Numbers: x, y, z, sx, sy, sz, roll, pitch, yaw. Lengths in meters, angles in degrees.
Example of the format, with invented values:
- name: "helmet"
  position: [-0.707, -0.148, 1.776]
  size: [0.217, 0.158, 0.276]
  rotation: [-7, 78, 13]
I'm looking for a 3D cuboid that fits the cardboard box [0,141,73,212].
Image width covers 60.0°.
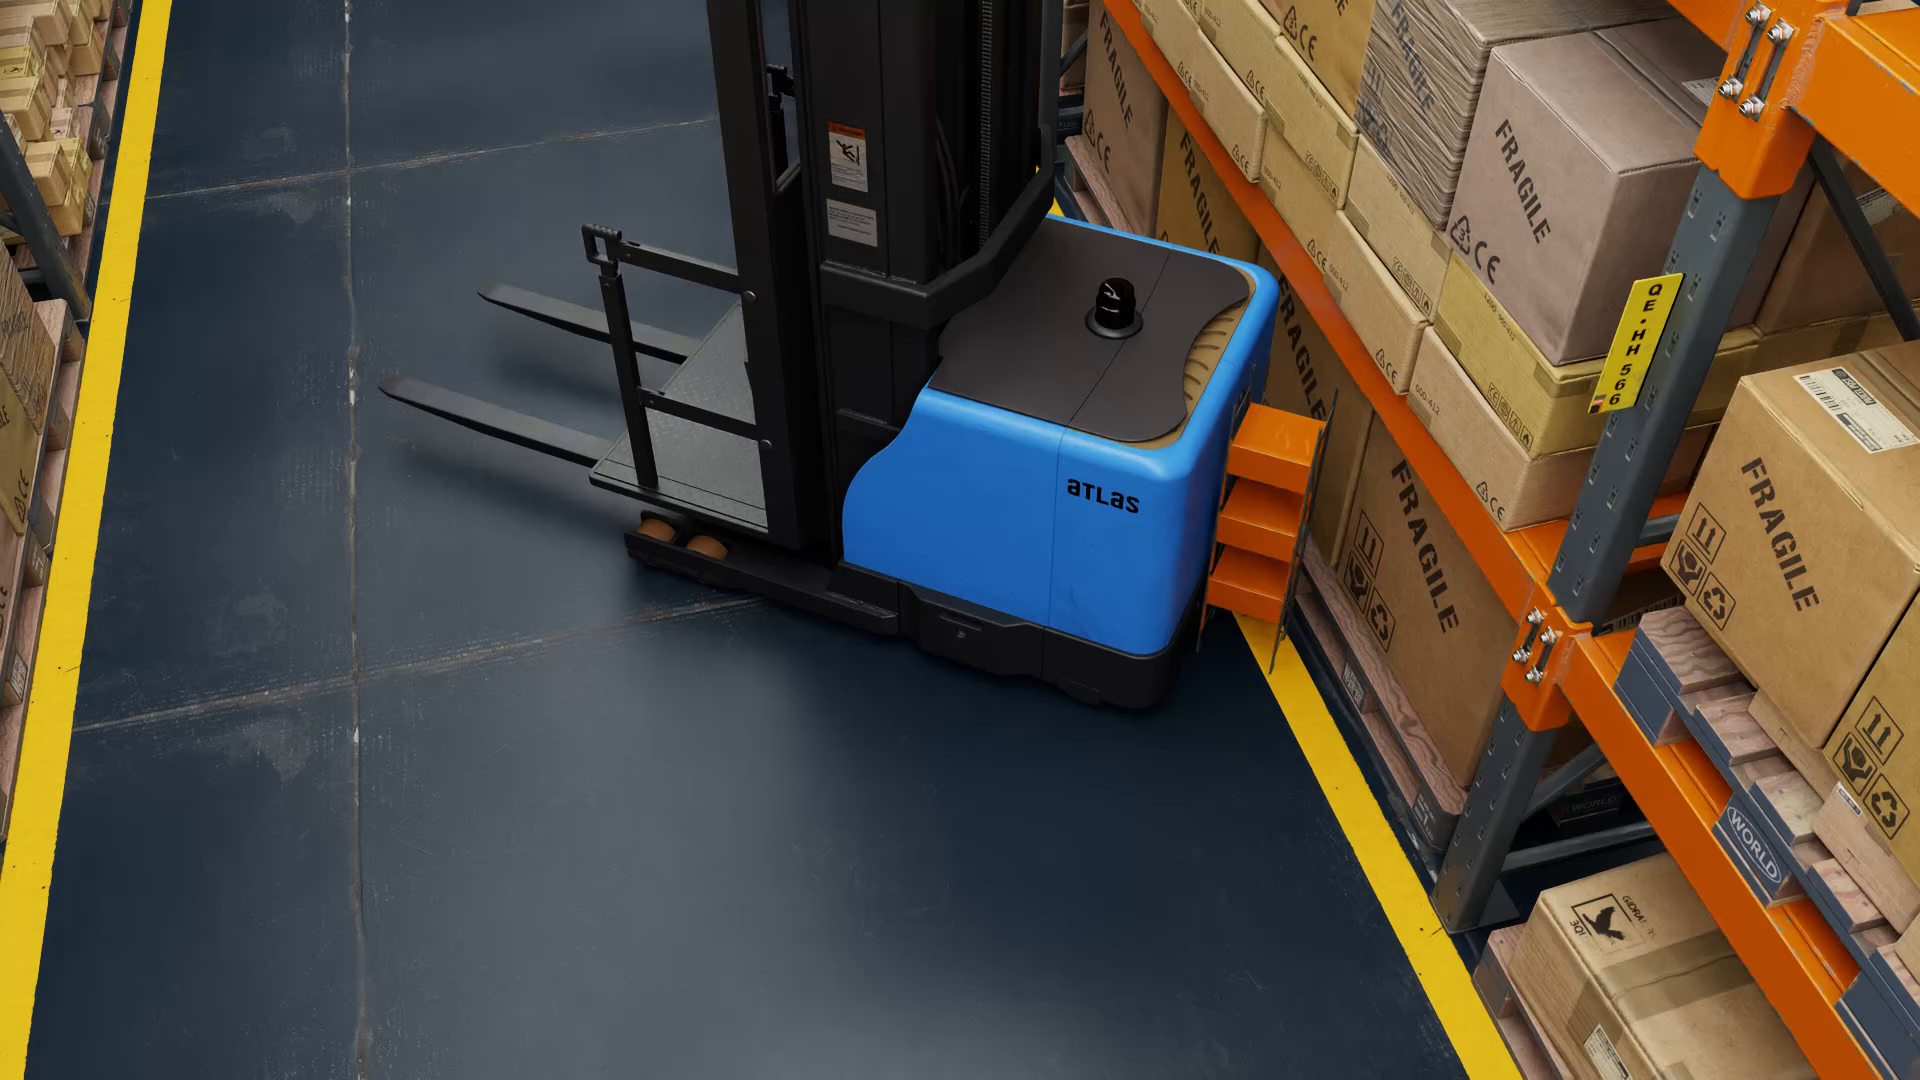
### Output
- name: "cardboard box"
  position: [-3.732, -1.421, 6.536]
  size: [0.380, 0.149, 0.250]
  rotation: [-9, 46, -8]

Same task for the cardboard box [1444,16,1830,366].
- name: "cardboard box"
  position: [1.450, -0.766, 3.631]
  size: [0.500, 0.500, 0.500]
  rotation: [-12, 47, -11]

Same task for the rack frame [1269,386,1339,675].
- name: "rack frame"
  position: [1.032, -0.002, 5.017]
  size: [0.008, 1.050, 0.200]
  rotation: [17, 48, 16]

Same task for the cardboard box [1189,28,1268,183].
- name: "cardboard box"
  position: [1.037, -1.369, 5.096]
  size: [0.500, 0.250, 0.500]
  rotation: [-11, 47, -11]

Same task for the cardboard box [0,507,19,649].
- name: "cardboard box"
  position: [-3.257, 0.043, 5.064]
  size: [0.500, 0.500, 0.500]
  rotation: [-12, 47, -11]

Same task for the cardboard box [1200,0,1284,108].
- name: "cardboard box"
  position: [1.046, -1.544, 4.918]
  size: [0.500, 0.250, 0.500]
  rotation: [-12, 47, -12]

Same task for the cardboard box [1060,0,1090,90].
- name: "cardboard box"
  position: [0.754, -2.537, 7.636]
  size: [0.875, 0.438, 0.875]
  rotation: [-11, 47, -11]

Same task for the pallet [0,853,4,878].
- name: "pallet"
  position: [-3.123, 1.339, 4.290]
  size: [1.003, 0.211, 1.213]
  rotation: [-11, 47, -10]

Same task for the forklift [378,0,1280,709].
- name: "forklift"
  position: [-0.575, -1.206, 4.880]
  size: [3.031, 2.935, 1.130]
  rotation: [17, 48, 16]

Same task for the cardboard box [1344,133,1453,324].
- name: "cardboard box"
  position: [1.330, -0.836, 4.224]
  size: [0.500, 0.250, 0.500]
  rotation: [-12, 47, -11]

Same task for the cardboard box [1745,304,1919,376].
- name: "cardboard box"
  position: [1.944, -0.590, 3.983]
  size: [0.500, 0.250, 0.500]
  rotation: [-11, 47, -11]

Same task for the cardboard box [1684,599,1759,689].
- name: "cardboard box"
  position: [1.738, 0.127, 3.407]
  size: [0.380, 0.149, 0.250]
  rotation: [-13, 47, -13]

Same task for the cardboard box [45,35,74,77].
- name: "cardboard box"
  position: [-4.095, -2.122, 7.223]
  size: [0.380, 0.149, 0.250]
  rotation: [-9, 46, -8]

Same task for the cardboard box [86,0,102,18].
- name: "cardboard box"
  position: [-4.137, -2.483, 7.577]
  size: [0.380, 0.149, 0.250]
  rotation: [-10, 46, -10]

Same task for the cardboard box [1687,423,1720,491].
- name: "cardboard box"
  position: [1.953, -0.404, 4.150]
  size: [0.500, 0.250, 0.500]
  rotation: [-11, 47, -11]

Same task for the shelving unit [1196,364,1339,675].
- name: "shelving unit"
  position: [0.920, -0.036, 5.050]
  size: [0.252, 1.050, 0.215]
  rotation: [17, 48, 16]

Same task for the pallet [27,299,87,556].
- name: "pallet"
  position: [-3.748, -0.346, 5.941]
  size: [1.003, 0.211, 1.213]
  rotation: [-11, 47, -10]

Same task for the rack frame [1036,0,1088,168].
- name: "rack frame"
  position: [0.811, -2.834, 6.427]
  size: [1.000, 3.000, 0.127]
  rotation: [-11, 47, -10]

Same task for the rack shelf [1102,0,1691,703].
- name: "rack shelf"
  position: [1.323, -1.201, 5.331]
  size: [1.077, 0.370, 4.000]
  rotation: [-11, 47, -10]

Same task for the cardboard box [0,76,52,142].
- name: "cardboard box"
  position: [-3.850, -1.693, 6.595]
  size: [0.380, 0.149, 0.250]
  rotation: [-9, 46, -8]

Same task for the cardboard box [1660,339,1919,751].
- name: "cardboard box"
  position: [1.726, -0.005, 3.083]
  size: [0.500, 0.500, 0.500]
  rotation: [-12, 47, -11]

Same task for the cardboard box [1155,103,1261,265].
- name: "cardboard box"
  position: [1.286, -1.202, 6.021]
  size: [0.875, 0.875, 0.875]
  rotation: [-9, 46, -9]

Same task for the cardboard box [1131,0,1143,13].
- name: "cardboard box"
  position: [0.802, -2.072, 5.786]
  size: [0.500, 0.250, 0.500]
  rotation: [-12, 47, -11]

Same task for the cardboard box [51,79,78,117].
- name: "cardboard box"
  position: [-4.026, -1.830, 7.145]
  size: [0.380, 0.149, 0.250]
  rotation: [-12, 47, -11]

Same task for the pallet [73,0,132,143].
- name: "pallet"
  position: [-4.470, -2.184, 7.743]
  size: [1.003, 0.211, 1.213]
  rotation: [-11, 47, -10]

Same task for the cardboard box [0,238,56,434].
- name: "cardboard box"
  position: [-3.515, -0.666, 5.759]
  size: [0.500, 0.500, 0.500]
  rotation: [-12, 47, -11]

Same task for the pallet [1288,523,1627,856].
- name: "pallet"
  position: [1.706, 0.346, 5.263]
  size: [1.003, 0.211, 1.213]
  rotation: [-11, 47, -10]

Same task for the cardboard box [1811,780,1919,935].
- name: "cardboard box"
  position: [1.804, 0.526, 3.016]
  size: [0.380, 0.149, 0.250]
  rotation: [-14, 47, -13]

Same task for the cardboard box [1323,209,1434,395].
- name: "cardboard box"
  position: [1.308, -0.671, 4.413]
  size: [0.500, 0.250, 0.500]
  rotation: [-10, 46, -10]

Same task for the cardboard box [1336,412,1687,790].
- name: "cardboard box"
  position: [1.738, 0.032, 4.812]
  size: [0.875, 0.875, 0.875]
  rotation: [-11, 47, -11]

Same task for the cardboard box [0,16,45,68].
- name: "cardboard box"
  position: [-4.051, -2.035, 6.929]
  size: [0.380, 0.149, 0.250]
  rotation: [-12, 47, -11]

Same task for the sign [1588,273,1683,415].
- name: "sign"
  position: [1.299, -0.374, 3.205]
  size: [0.100, 0.325, 0.005]
  rotation: [-11, 47, -10]

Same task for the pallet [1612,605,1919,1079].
- name: "pallet"
  position: [2.120, 0.467, 3.326]
  size: [1.213, 0.211, 1.003]
  rotation: [-11, 47, -10]

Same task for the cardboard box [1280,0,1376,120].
- name: "cardboard box"
  position: [1.190, -1.463, 4.314]
  size: [0.500, 0.500, 0.500]
  rotation: [-11, 47, -10]

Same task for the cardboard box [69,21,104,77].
- name: "cardboard box"
  position: [-4.102, -2.207, 7.514]
  size: [0.380, 0.149, 0.250]
  rotation: [-12, 47, -11]

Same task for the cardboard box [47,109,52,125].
- name: "cardboard box"
  position: [-3.981, -1.741, 6.850]
  size: [0.380, 0.149, 0.250]
  rotation: [-11, 47, -11]

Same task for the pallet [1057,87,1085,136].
- name: "pallet"
  position: [0.692, -2.397, 7.951]
  size: [1.003, 0.211, 1.213]
  rotation: [-11, 47, -10]

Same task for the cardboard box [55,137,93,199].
- name: "cardboard box"
  position: [-3.799, -1.502, 6.824]
  size: [0.380, 0.149, 0.250]
  rotation: [-9, 46, -9]

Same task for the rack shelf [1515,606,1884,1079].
- name: "rack shelf"
  position: [2.347, 1.560, 2.624]
  size: [1.077, 0.370, 4.000]
  rotation: [-11, 47, -10]

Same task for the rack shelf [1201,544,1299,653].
- name: "rack shelf"
  position: [0.920, 0.166, 5.256]
  size: [0.240, 0.259, 0.215]
  rotation: [17, 48, 16]
